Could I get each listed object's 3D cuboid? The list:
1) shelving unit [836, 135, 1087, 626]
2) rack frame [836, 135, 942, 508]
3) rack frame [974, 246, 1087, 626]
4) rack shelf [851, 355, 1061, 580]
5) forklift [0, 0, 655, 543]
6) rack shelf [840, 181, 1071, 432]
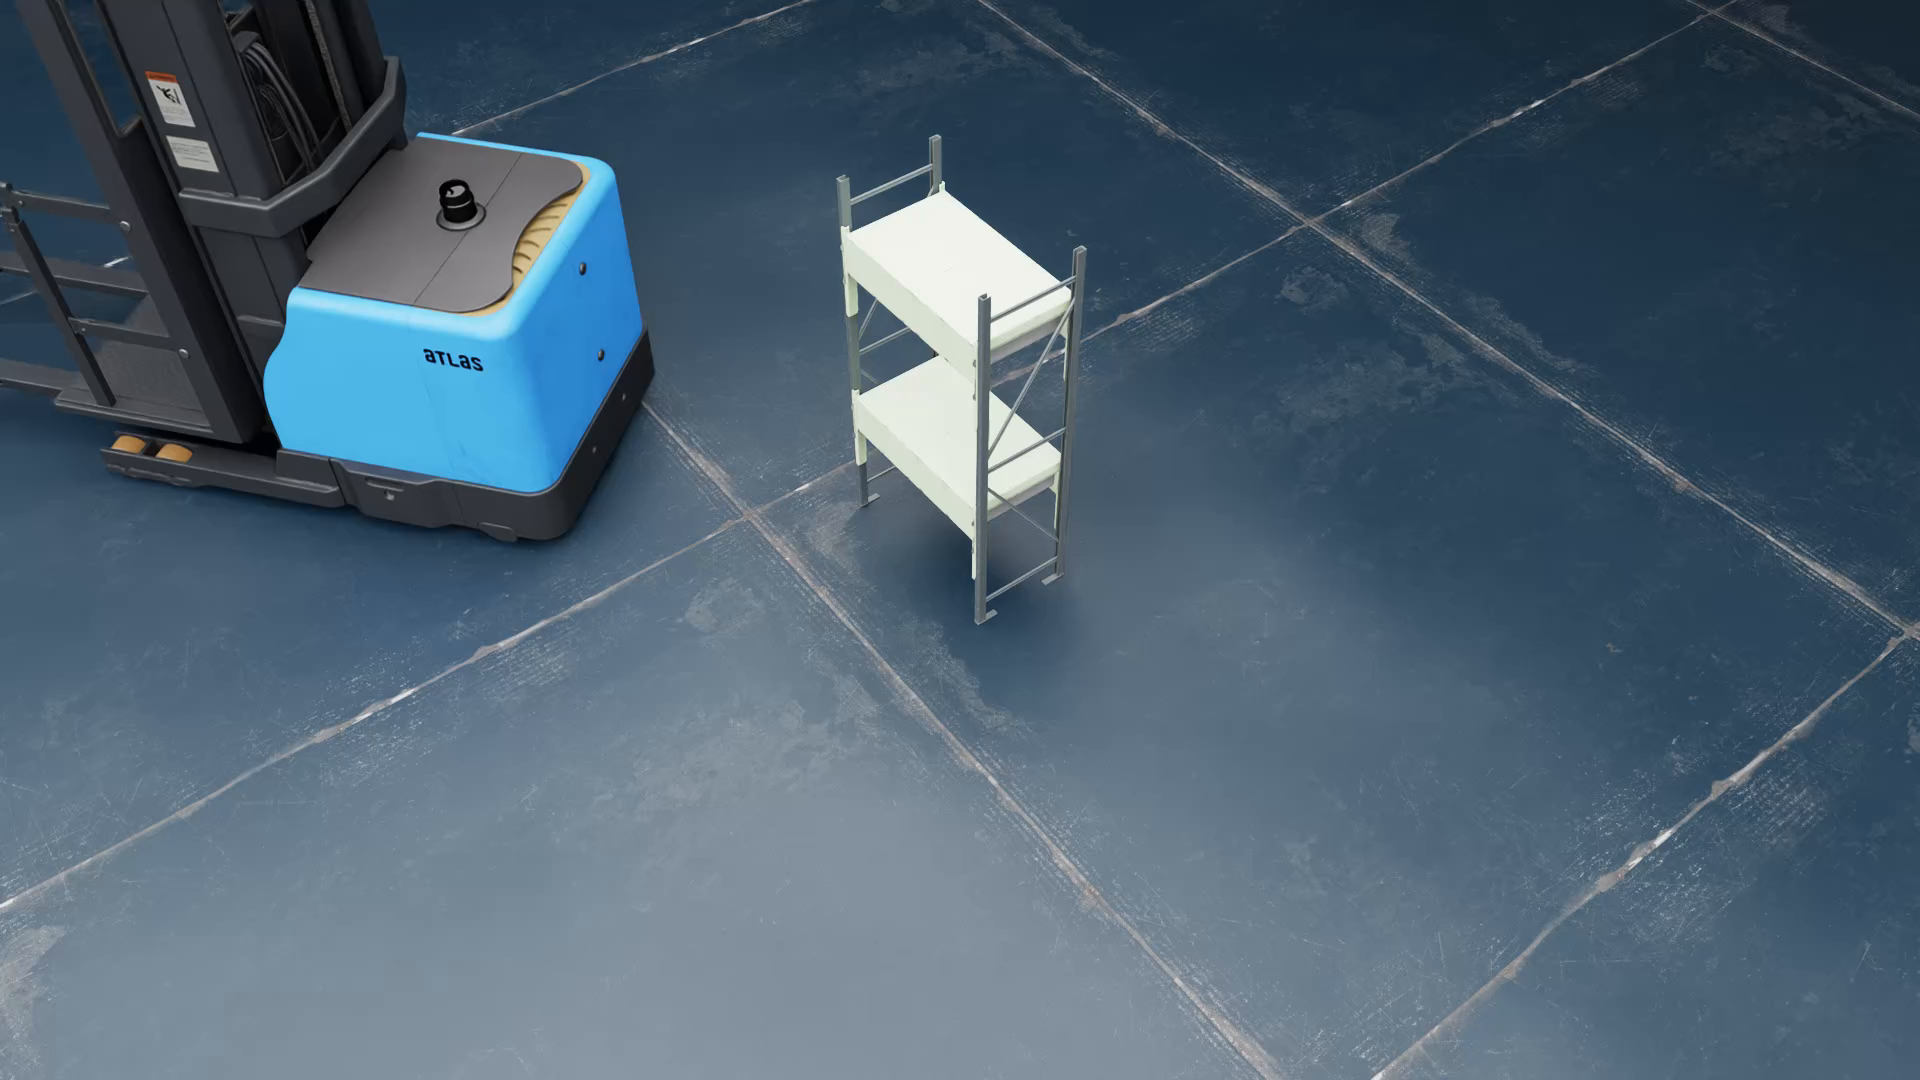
[{"bbox_3d":[-0.004,-0.508,5.698,0.431,1.500,0.755,-29,54,-24],"label":"shelving unit"},{"bbox_3d":[-0.226,-0.723,5.894,0.400,1.500,0.023,-29,54,-24],"label":"rack frame"},{"bbox_3d":[0.218,-0.292,5.502,0.400,1.500,0.023,-29,54,-24],"label":"rack frame"},{"bbox_3d":[-0.004,-0.289,5.939,0.431,0.370,0.720,-29,54,-24],"label":"rack shelf"},{"bbox_3d":[-2.816,-1.563,5.688,3.031,2.935,1.130,10,49,9],"label":"forklift"},{"bbox_3d":[-0.004,-0.770,5.409,0.431,0.370,0.720,-29,54,-24],"label":"rack shelf"}]
